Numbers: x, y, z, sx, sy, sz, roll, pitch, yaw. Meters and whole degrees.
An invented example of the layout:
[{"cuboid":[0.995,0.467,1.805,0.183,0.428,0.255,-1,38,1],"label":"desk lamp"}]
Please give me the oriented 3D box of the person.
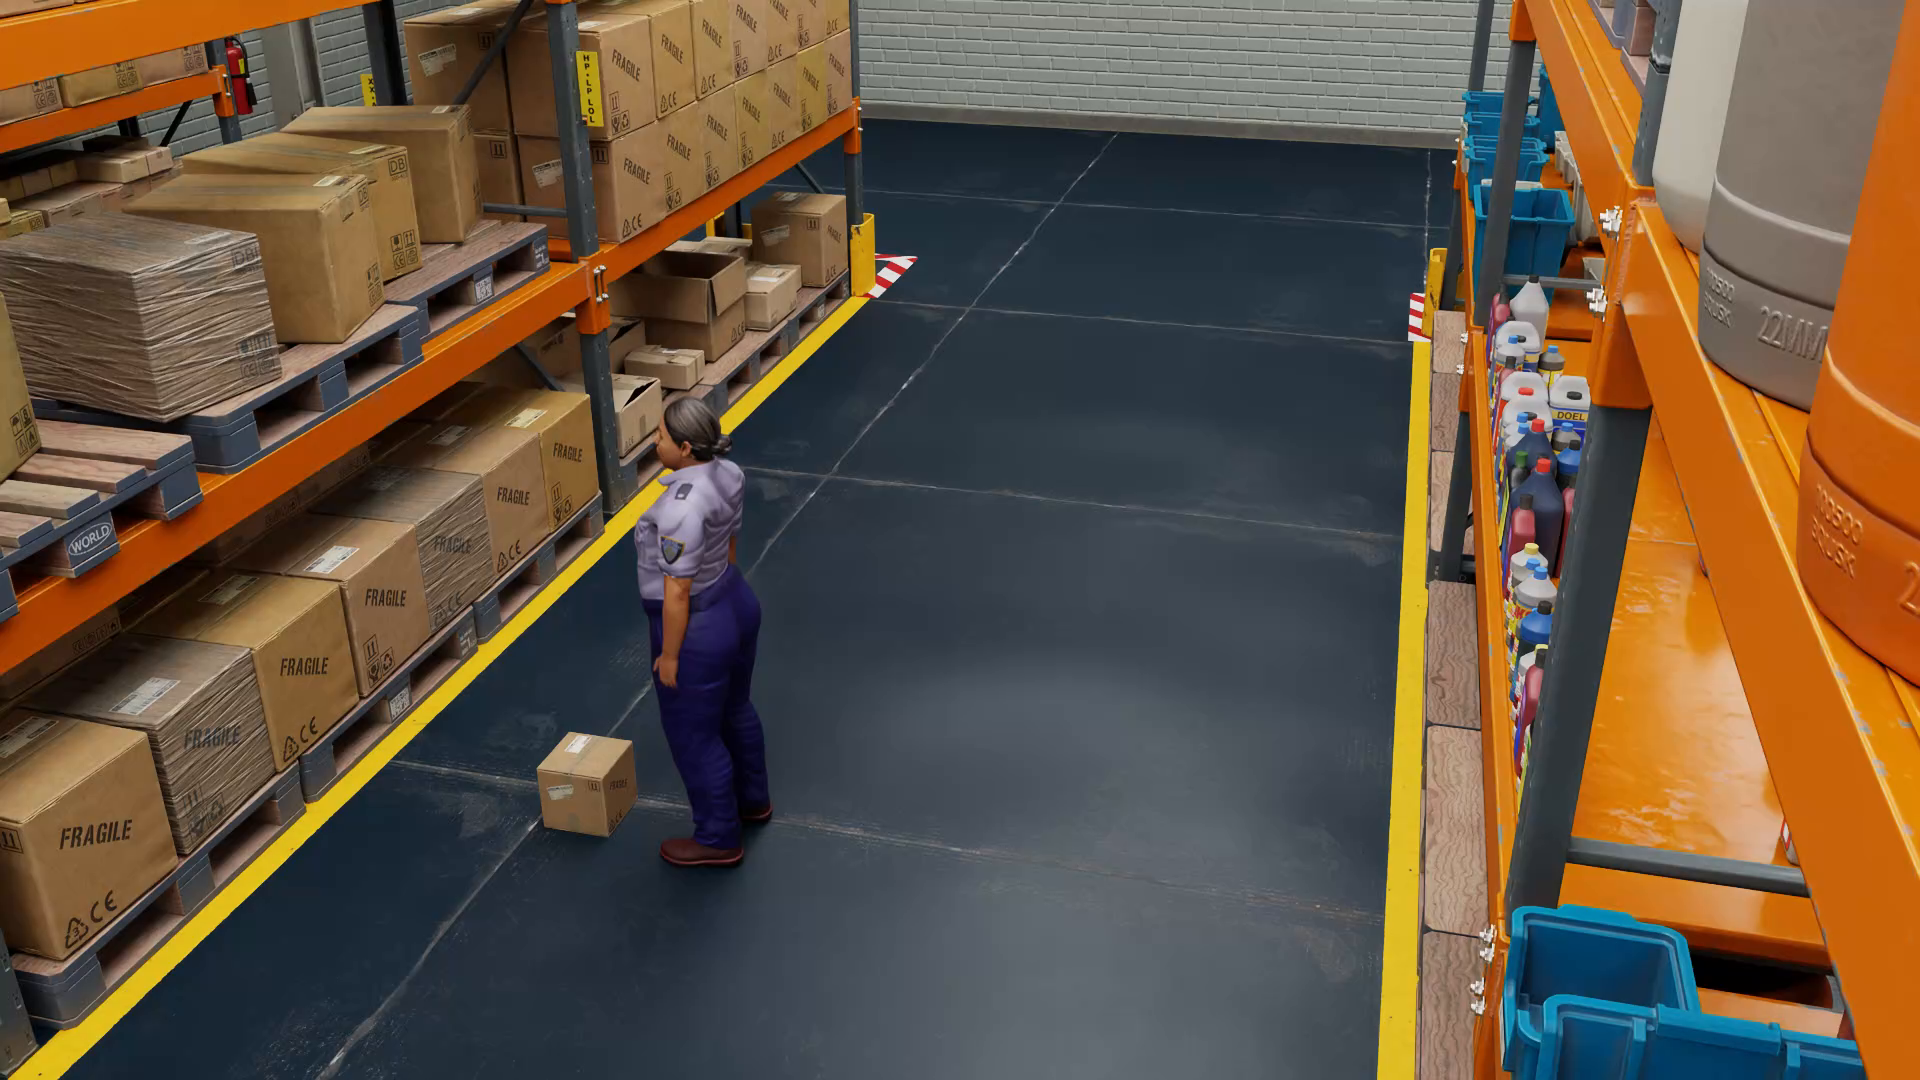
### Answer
[{"cuboid":[-0.867,0.303,5.496,0.345,1.650,0.465,7,26,14],"label":"person"}]
